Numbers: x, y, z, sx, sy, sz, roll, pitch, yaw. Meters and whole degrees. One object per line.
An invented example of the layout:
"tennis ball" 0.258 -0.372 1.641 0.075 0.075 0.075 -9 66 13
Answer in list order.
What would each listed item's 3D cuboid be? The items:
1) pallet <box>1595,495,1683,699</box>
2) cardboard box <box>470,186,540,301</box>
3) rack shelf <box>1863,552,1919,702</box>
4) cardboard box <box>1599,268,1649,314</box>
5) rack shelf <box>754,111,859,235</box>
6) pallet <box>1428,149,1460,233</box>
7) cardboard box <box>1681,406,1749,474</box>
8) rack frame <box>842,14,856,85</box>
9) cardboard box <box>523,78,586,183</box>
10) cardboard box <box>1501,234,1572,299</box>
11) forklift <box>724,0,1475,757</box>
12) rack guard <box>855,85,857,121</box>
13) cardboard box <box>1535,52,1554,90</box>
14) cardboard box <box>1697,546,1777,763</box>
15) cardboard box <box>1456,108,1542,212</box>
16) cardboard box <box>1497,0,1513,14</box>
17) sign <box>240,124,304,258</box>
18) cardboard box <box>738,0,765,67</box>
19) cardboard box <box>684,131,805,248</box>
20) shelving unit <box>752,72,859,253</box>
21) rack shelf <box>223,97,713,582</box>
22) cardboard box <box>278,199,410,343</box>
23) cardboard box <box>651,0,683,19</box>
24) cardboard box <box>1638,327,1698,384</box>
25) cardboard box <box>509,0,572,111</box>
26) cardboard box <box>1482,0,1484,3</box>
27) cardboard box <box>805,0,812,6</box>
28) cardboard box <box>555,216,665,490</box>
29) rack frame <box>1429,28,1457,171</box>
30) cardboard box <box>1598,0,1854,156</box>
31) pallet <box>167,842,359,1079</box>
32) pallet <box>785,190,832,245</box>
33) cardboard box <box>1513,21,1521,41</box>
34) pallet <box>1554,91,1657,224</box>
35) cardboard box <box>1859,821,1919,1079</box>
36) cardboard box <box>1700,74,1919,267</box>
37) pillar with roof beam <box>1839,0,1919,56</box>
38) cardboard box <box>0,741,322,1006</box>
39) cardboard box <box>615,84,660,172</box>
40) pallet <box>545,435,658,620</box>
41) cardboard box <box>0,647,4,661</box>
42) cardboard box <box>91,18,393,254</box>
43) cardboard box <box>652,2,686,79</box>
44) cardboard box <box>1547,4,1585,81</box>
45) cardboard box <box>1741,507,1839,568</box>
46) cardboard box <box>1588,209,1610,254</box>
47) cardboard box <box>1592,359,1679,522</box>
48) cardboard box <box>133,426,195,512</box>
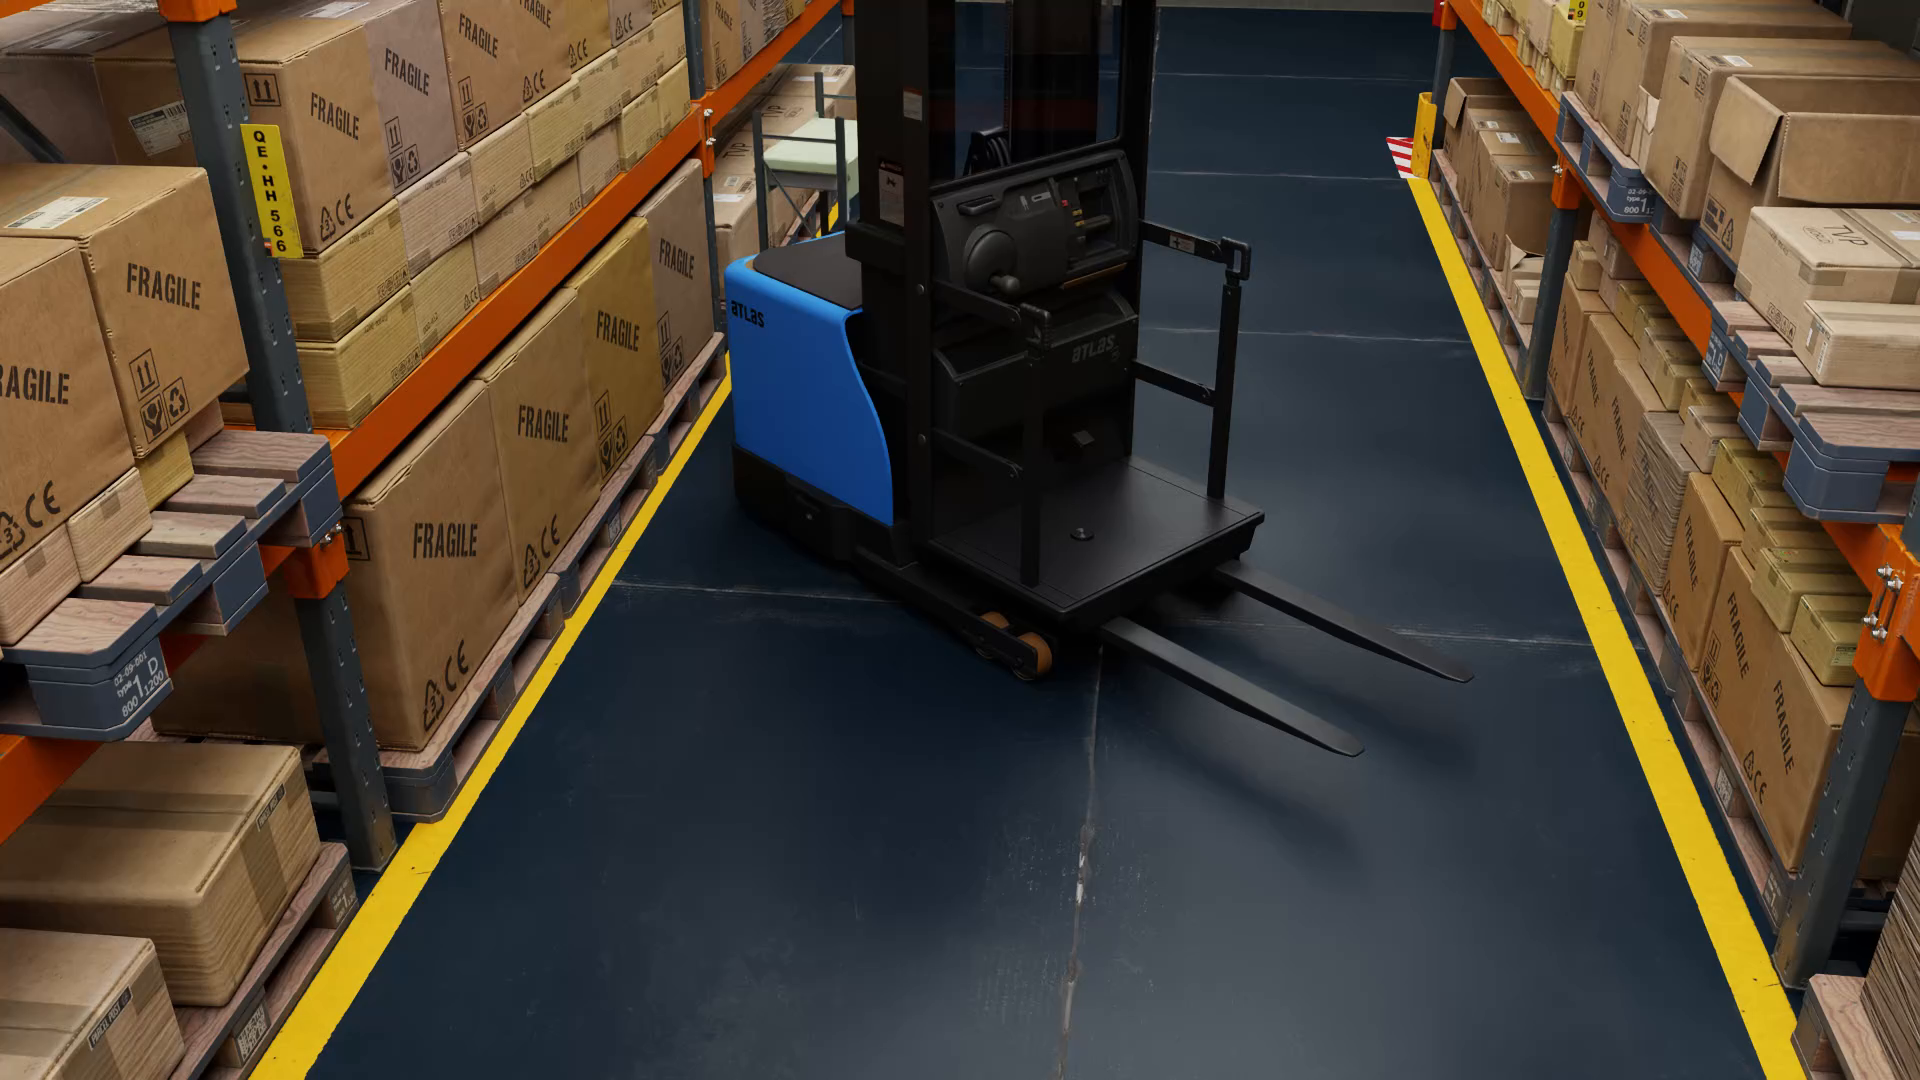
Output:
"pallet" 3.009 0.203 6.150 1.003 0.211 1.213 3 28 6
"cardboard box" -1.773 -1.028 5.654 0.500 0.250 0.500 4 29 8
"rack shelf" 2.483 1.156 2.201 1.077 0.370 4.000 3 28 6
"cardboard box" 2.953 -1.067 7.077 0.380 0.149 0.250 3 28 5
"rack shelf" -0.565 -1.604 7.323 0.431 0.370 0.720 8 29 14
"pallet" 3.603 -2.229 10.666 1.003 0.211 1.213 3 28 6
"cardboard box" 2.728 -0.342 5.731 0.380 0.149 0.250 2 28 4
"rack frame" -1.218 -4.155 11.300 1.000 3.000 0.127 3 28 6
"cardboard box" -1.678 -1.482 5.970 0.500 0.250 0.500 4 29 7
"cardboard box" 3.039 -1.414 8.652 0.396 0.266 0.258 4 29 8
"forklift" 0.423 -1.072 5.649 1.130 2.935 3.031 -24 36 -37
"rack guard" -1.215 -3.066 11.913 1.175 0.500 0.348 3 28 6
"cardboard box" 3.025 -2.287 8.097 0.380 0.149 0.250 4 29 8
"cardboard box" 2.639 0.367 5.100 0.500 0.500 0.500 3 28 5
"cardboard box" 3.396 -2.270 9.994 0.700 0.500 0.500 4 29 8
"cardboard box" 3.224 -3.017 9.032 0.500 0.250 0.500 3 28 5
"sign" -1.659 -0.837 4.004 0.100 0.325 0.005 3 28 6
"cardboard box" -1.325 -2.758 8.602 0.500 0.500 0.500 4 29 7
"cardboard box" -1.416 -2.040 9.632 0.875 0.438 0.875 3 28 5
"shelving unit" -0.565 -1.260 7.508 0.431 1.500 0.755 8 29 14
"rack shelf" -1.953 -1.014 6.228 1.077 0.370 4.000 3 28 6
"cardboard box" -1.891 -0.767 4.643 0.500 0.250 0.500 3 28 6
"cardboard box" -1.514 -2.531 7.126 0.500 0.500 0.500 4 29 8
"cardboard box" 2.845 -0.700 6.396 0.380 0.149 0.250 3 28 6
"cardboard box" -1.700 -1.805 5.779 0.500 0.500 0.500 4 29 7
"cardboard box" 3.321 -3.255 9.895 0.380 0.149 0.250 4 29 8
"cardboard box" -1.144 -3.478 9.938 0.500 0.500 0.500 4 29 8
"cardboard box" -1.808 -0.799 6.868 0.875 0.875 0.875 4 29 8
"rack frame" 3.709 -3.868 10.767 1.000 3.000 0.127 3 28 6
"cardboard box" 2.874 -1.756 6.298 0.700 0.500 0.500 4 29 7
"pallet" -2.295 1.206 4.288 1.003 0.211 1.213 3 28 6
"pallet" -1.390 -1.974 10.191 1.003 0.211 1.213 3 28 6
"cardboard box" 3.214 -2.765 8.984 0.380 0.149 0.250 3 28 6
"pallet" 3.012 -1.531 6.632 1.003 0.211 1.213 3 28 6
"cardboard box" 2.638 1.051 3.698 0.875 0.625 0.625 4 29 8
"cardboard box" 2.745 -1.112 5.100 0.797 0.503 0.637 3 28 5
"pillar with roof beam" -0.074 -5.152 6.825 9.100 9.000 0.400 3 28 6
"cardboard box" -2.277 0.848 4.341 0.950 0.372 0.625 1 28 3
"cardboard box" -1.576 -1.740 6.976 0.500 0.250 0.500 3 28 5
"pallet" -1.875 -0.101 6.715 1.003 0.211 1.213 3 28 6
"cardboard box" -2.011 0.205 3.030 0.380 0.149 0.250 4 29 7
"cardboard box" -1.895 -1.091 4.453 0.500 0.500 0.500 2 28 5
"cardboard box" -1.521 -2.204 7.310 0.500 0.250 0.500 3 28 6
"cardboard box" 3.039 -2.304 7.709 0.500 0.250 0.500 4 29 7
"cardboard box" 2.616 0.029 5.043 0.380 0.149 0.250 2 28 5
"cardboard box" 2.971 -1.329 7.250 0.380 0.149 0.250 3 28 5
"cardboard box" 2.815 -0.369 6.465 0.500 0.500 0.500 3 28 5
"cardboard box" -1.966 -0.165 3.716 0.380 0.149 0.250 4 29 7
